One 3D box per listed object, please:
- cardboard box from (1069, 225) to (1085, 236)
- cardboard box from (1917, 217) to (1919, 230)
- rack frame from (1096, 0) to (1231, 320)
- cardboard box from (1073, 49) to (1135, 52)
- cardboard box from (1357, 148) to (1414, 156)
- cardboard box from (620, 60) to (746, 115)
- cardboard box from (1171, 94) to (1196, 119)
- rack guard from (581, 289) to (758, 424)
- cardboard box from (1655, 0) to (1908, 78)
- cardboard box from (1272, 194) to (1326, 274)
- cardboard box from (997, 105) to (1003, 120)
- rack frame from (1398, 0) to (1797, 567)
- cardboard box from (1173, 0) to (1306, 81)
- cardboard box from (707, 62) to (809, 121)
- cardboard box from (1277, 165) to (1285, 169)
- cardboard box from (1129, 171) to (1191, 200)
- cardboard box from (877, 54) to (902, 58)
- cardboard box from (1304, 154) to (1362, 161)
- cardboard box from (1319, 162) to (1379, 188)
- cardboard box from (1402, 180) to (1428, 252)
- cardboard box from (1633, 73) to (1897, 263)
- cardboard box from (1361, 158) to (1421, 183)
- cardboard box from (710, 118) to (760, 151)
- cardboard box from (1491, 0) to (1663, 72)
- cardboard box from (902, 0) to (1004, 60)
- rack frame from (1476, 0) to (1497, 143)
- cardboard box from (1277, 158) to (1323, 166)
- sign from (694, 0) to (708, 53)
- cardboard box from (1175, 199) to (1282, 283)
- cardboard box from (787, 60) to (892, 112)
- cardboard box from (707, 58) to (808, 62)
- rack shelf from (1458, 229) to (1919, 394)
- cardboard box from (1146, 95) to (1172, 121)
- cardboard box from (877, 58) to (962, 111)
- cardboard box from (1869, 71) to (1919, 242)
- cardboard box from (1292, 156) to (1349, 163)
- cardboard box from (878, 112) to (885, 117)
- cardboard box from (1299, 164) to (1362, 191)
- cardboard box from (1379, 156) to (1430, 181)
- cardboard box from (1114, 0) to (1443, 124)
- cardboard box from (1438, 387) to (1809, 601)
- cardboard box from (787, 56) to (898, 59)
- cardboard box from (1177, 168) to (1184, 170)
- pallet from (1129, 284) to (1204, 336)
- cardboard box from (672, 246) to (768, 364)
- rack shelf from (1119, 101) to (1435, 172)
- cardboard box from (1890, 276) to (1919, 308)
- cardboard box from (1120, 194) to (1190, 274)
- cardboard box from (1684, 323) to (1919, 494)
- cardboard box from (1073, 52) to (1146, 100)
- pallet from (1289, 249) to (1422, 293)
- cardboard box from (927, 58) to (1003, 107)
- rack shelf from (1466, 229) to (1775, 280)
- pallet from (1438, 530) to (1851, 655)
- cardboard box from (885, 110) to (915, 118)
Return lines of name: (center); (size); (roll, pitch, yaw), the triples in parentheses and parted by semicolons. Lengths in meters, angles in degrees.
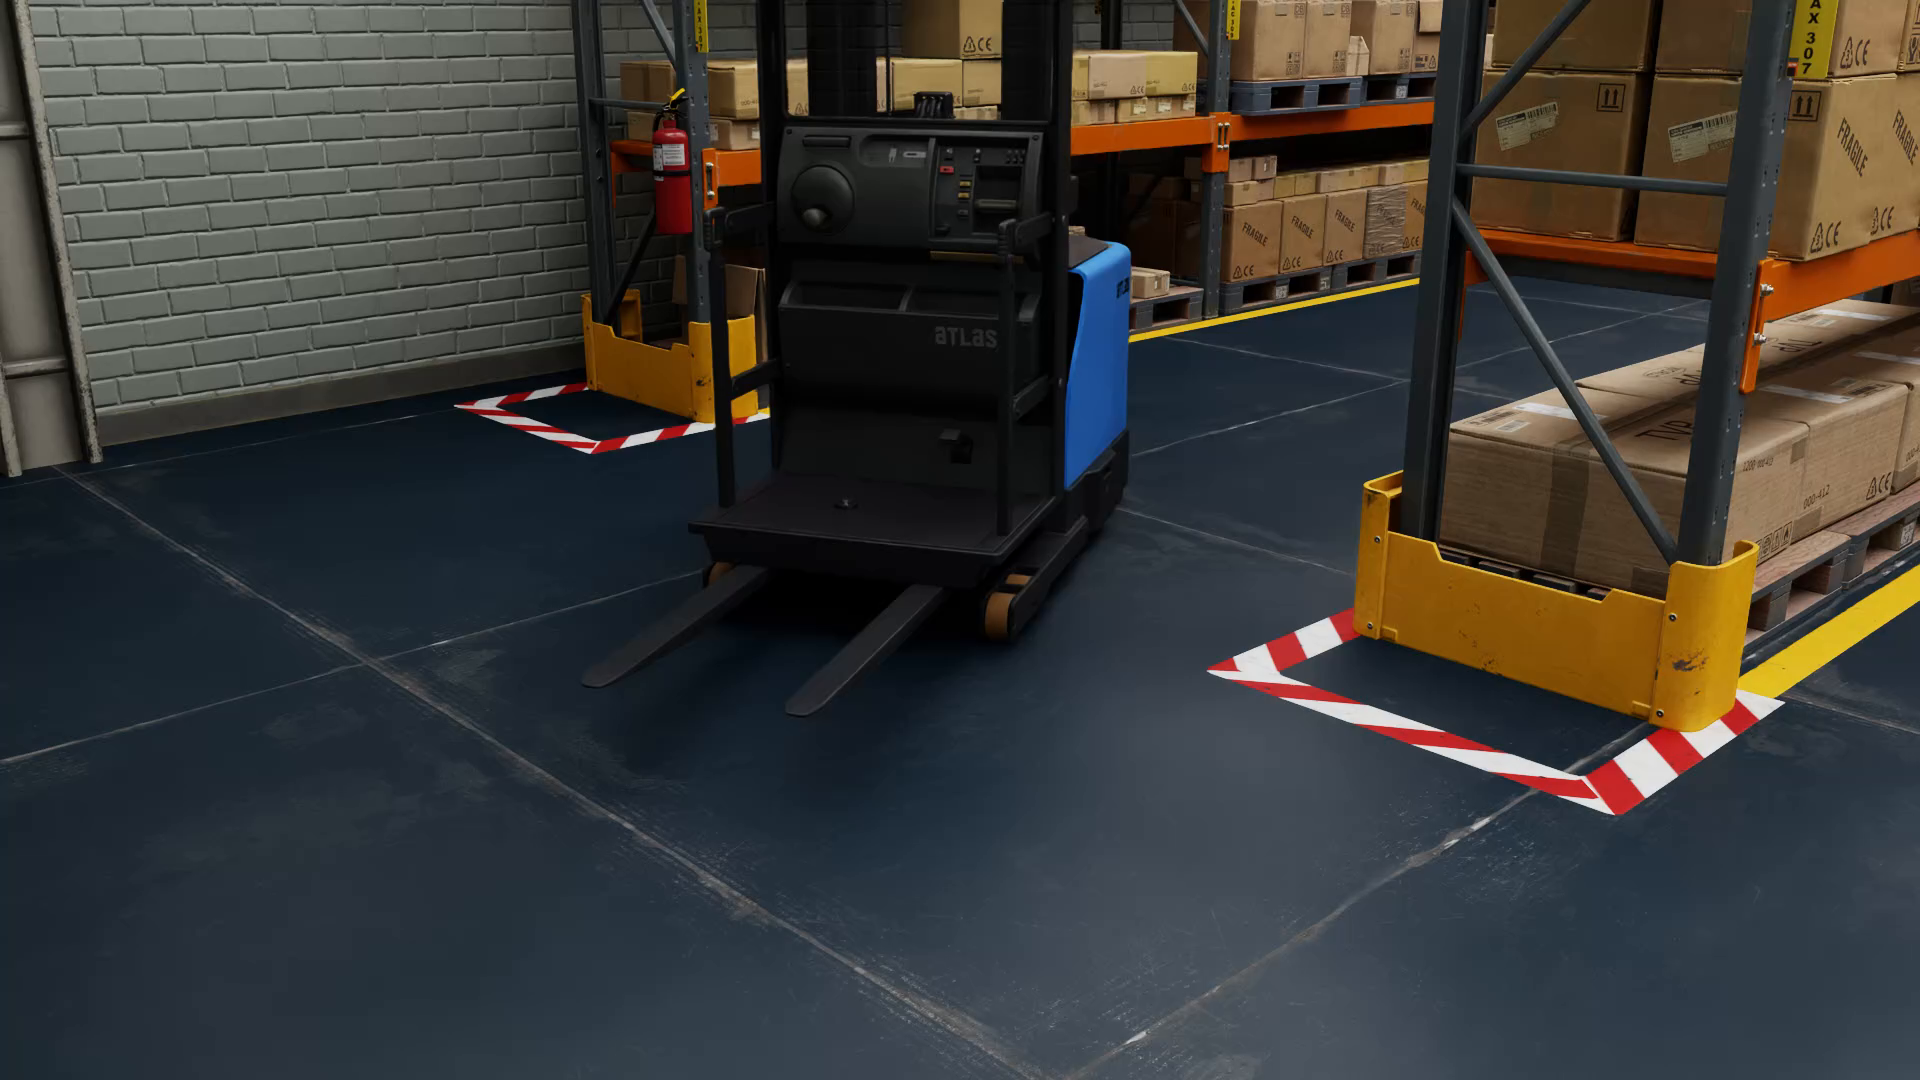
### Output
cardboard box: (0.329, -1.661, 10.115); (0.700, 0.500, 0.500); (17, 24, 42)
cardboard box: (3.107, -1.340, 5.591); (0.500, 0.500, 0.500); (-16, 24, -41)
rack frame: (1.324, -2.997, 10.864); (0.127, 3.000, 1.000); (-16, 24, -41)
cardboard box: (0.778, -3.022, 10.704); (0.500, 0.250, 0.500); (-17, 24, -41)
cardboard box: (3.426, -3.073, 13.418); (0.250, 0.149, 0.380); (-15, 23, -39)
cardboard box: (-1.431, -2.376, 8.711); (0.500, 0.250, 0.500); (-15, 23, -39)
cardboard box: (1.266, -2.753, 10.520); (0.250, 0.149, 0.380); (-16, 24, -40)
rack guard: (-1.527, -0.976, 8.685); (0.348, 0.500, 1.175); (-16, 24, -41)
cardboard box: (2.375, -1.599, 4.768); (0.500, 0.500, 0.500); (-17, 25, -42)
cardboard box: (2.210, -2.174, 11.700); (0.500, 0.500, 0.500); (-17, 24, -42)
cardboard box: (0.132, -2.430, 9.523); (0.250, 0.149, 0.380); (-16, 24, -41)
rack frame: (1.830, -1.038, 4.821); (0.127, 3.000, 1.000); (-16, 24, -41)
cardboard box: (1.829, -3.296, 10.945); (0.500, 0.500, 0.700); (-15, 24, -39)
cardboard box: (-1.068, -2.255, 8.337); (0.500, 0.250, 0.500); (-16, 24, -41)
cardboard box: (2.156, -2.675, 12.193); (0.250, 0.149, 0.380); (-15, 23, -39)
cardboard box: (1.393, -2.459, 11.524); (0.380, 0.149, 0.250); (17, 24, 42)
cardboard box: (-0.312, -2.700, 9.709); (0.500, 0.250, 0.500); (-16, 24, -41)
cardboard box: (2.882, -2.899, 12.883); (0.250, 0.149, 0.380); (-17, 24, -42)
cardboard box: (2.849, -2.687, 12.228); (0.250, 0.149, 0.380); (-16, 24, -41)
cardboard box: (3.321, -2.502, 12.710); (0.500, 0.500, 0.500); (-15, 23, -39)
cardboard box: (2.376, -1.122, 4.921); (0.500, 0.500, 0.500); (-17, 24, -41)
cardboard box: (3.243, -2.793, 12.555); (0.250, 0.149, 0.380); (-17, 24, -42)
cardboard box: (-1.155, -2.038, 8.314); (0.250, 0.149, 0.380); (-16, 24, -41)
cardboard box: (2.017, -1.716, 5.131); (0.500, 0.500, 0.500); (-15, 23, -39)
cardboard box: (0.022, -2.930, 9.202); (0.500, 0.500, 0.500); (-15, 24, -39)
rack frame: (7.428, -4.081, 12.893); (4.036, 3.426, 6.040); (-16, 24, -41)
cardboard box: (2.509, -2.789, 12.544); (0.265, 0.149, 0.390); (-16, 24, -41)
sign: (-1.210, -2.439, 7.741); (0.005, 0.325, 0.100); (-16, 24, -41)
cardboard box: (1.830, -2.059, 11.345); (0.500, 0.500, 0.500); (-15, 23, -38)
cardboard box: (-0.702, -2.362, 8.667); (0.500, 0.250, 0.500); (-16, 24, -40)
cardboard box: (-1.055, -2.485, 9.047); (0.500, 0.250, 0.500); (-16, 24, -41)
rack shelf: (3.284, -1.119, 6.239); (4.000, 0.370, 1.077); (-16, 24, -41)
cardboard box: (1.091, -2.693, 10.334); (0.250, 0.149, 0.380); (-15, 24, -39)
cardboard box: (-0.336, -2.470, 9.000); (0.500, 0.250, 0.500); (-17, 24, -42)
cardboard box: (2.725, -1.236, 5.271); (0.500, 0.500, 0.500); (-17, 24, -42)
cardboard box: (2.734, -2.837, 12.691); (0.250, 0.149, 0.380); (-16, 24, -40)
cardboard box: (-0.610, -2.205, 8.830); (0.250, 0.149, 0.380); (-15, 23, -39)
cardboard box: (2.673, -2.623, 12.032); (0.250, 0.149, 0.380); (-15, 23, -39)
cardboard box: (3.424, -2.846, 12.718); (0.250, 0.149, 0.380); (-15, 23, -39)
cardboard box: (2.058, -3.298, 11.286); (3.665, 0.713, 0.828); (-15, 24, -39)
cardboard box: (2.241, -0.181, 5.652); (0.875, 0.438, 0.875); (17, 24, 42)
cardboard box: (-0.692, -2.589, 9.367); (0.500, 0.250, 0.500); (-15, 23, -39)
cardboard box: (1.751, -2.569, 11.865); (0.250, 0.149, 0.380); (-16, 24, -40)
pallet: (0.824, -1.525, 10.846); (1.213, 0.211, 1.003); (-16, 24, -41)
cardboard box: (-1.073, -1.270, 8.904); (0.797, 0.503, 0.637); (17, 24, 42)
rack shelf: (2.777, -3.078, 12.282); (4.000, 0.370, 1.077); (-16, 24, -41)
cardboard box: (5.132, -1.223, 8.159); (0.875, 0.875, 0.875); (-15, 23, -39)
cardboard box: (1.477, -2.178, 11.710); (0.500, 0.500, 0.500); (-16, 24, -41)
cardboard box: (3.557, -0.567, 6.844); (0.875, 0.438, 0.875); (17, 25, 42)
cardboard box: (0.767, -2.795, 10.002); (0.500, 0.250, 0.500); (-16, 24, -41)
pallet: (2.776, -2.111, 12.653); (1.213, 0.211, 1.003); (-16, 24, -41)
cardboard box: (0.021, -2.583, 9.349); (0.500, 0.250, 0.500); (-17, 25, -42)
rack shelf: (5.021, -2.920, 3.801); (3.910, 4.714, 5.869); (-16, 24, -41)
pallet: (2.358, 0.102, 5.828); (1.213, 0.211, 1.003); (-16, 24, -41)
cardboard box: (-0.420, -2.263, 9.008); (0.250, 0.149, 0.380); (-16, 24, -40)
